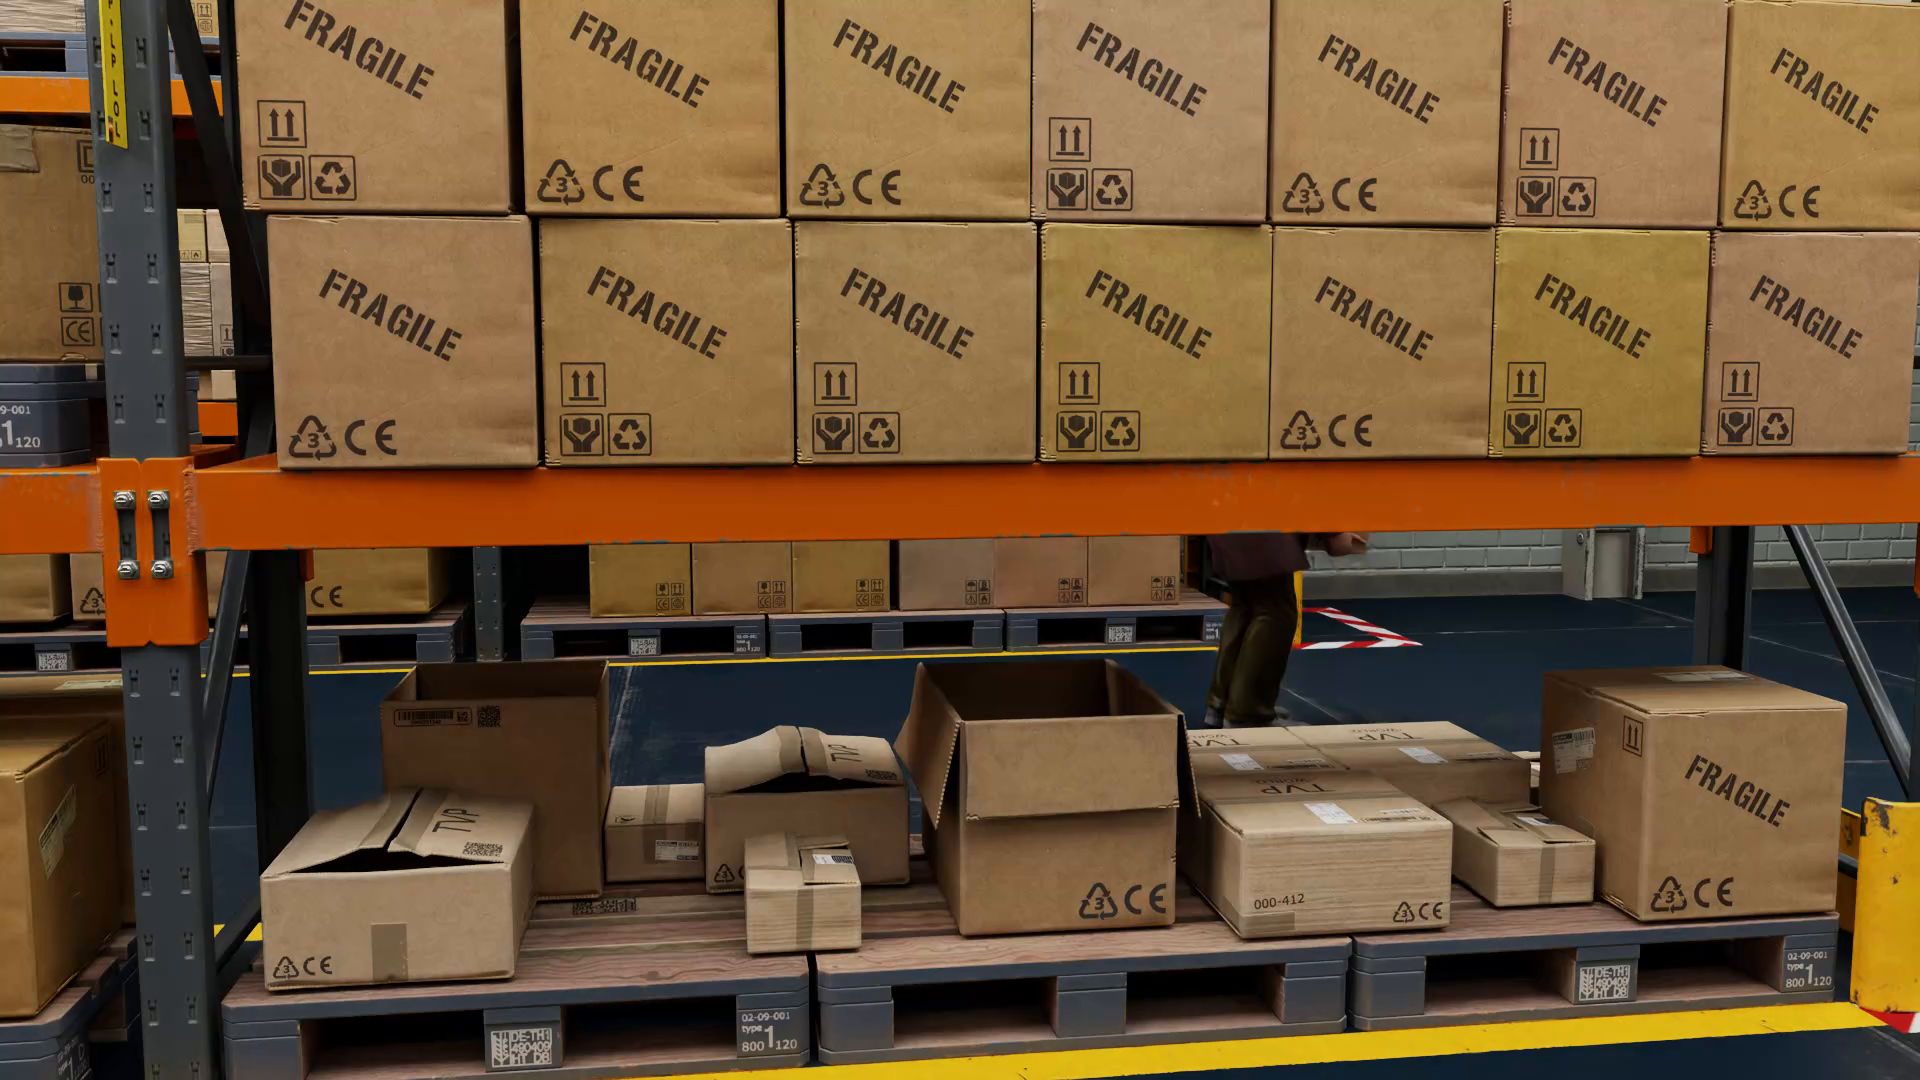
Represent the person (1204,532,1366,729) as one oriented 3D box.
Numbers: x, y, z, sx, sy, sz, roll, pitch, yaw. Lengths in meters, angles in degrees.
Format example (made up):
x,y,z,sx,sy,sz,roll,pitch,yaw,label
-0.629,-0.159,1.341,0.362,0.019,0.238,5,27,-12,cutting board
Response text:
x,y,z,sx,sy,sz,roll,pitch,yaw,label
1.292,-0.068,6.691,0.614,1.717,0.538,-1,6,-10,person
